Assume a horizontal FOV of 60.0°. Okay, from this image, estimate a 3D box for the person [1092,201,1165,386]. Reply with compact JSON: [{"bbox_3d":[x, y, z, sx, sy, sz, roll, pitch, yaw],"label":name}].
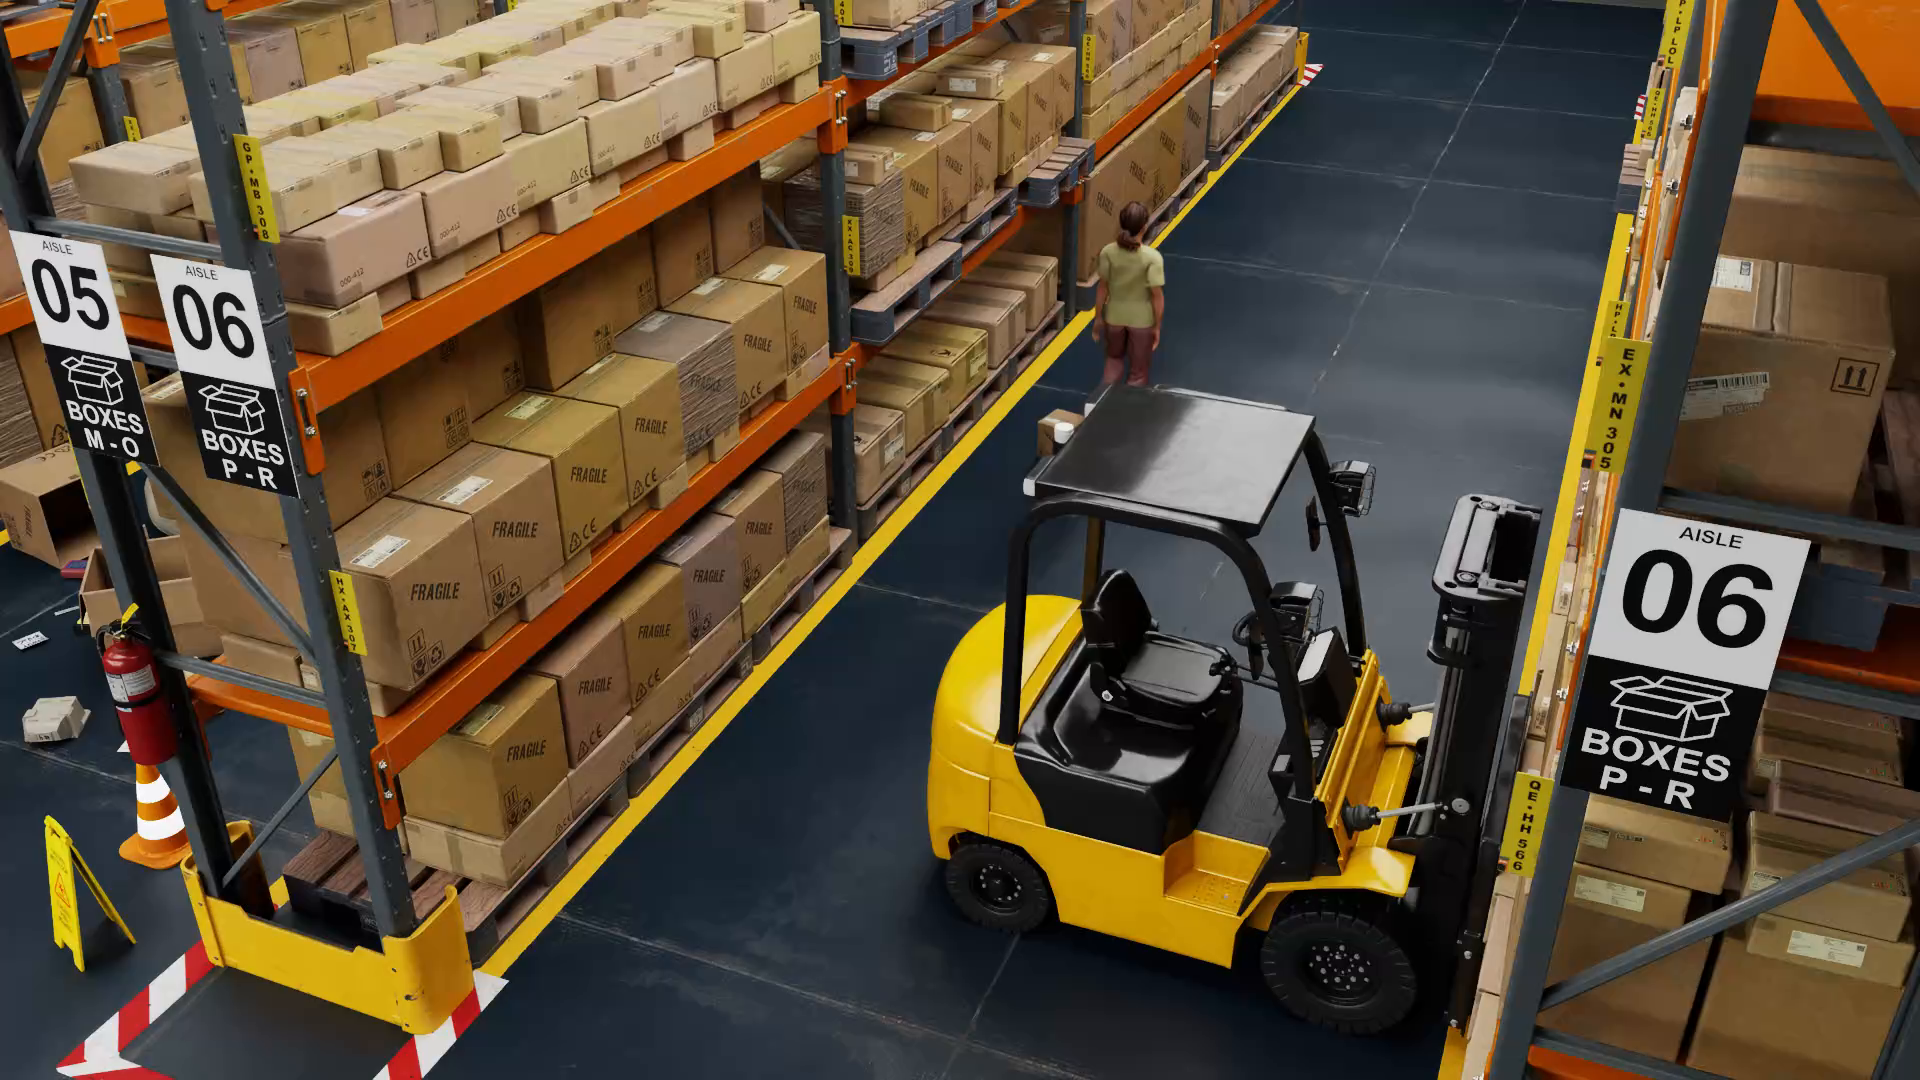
[{"bbox_3d":[1.106,-1.403,10.794,0.473,1.664,0.468,12,32,20],"label":"person"}]
